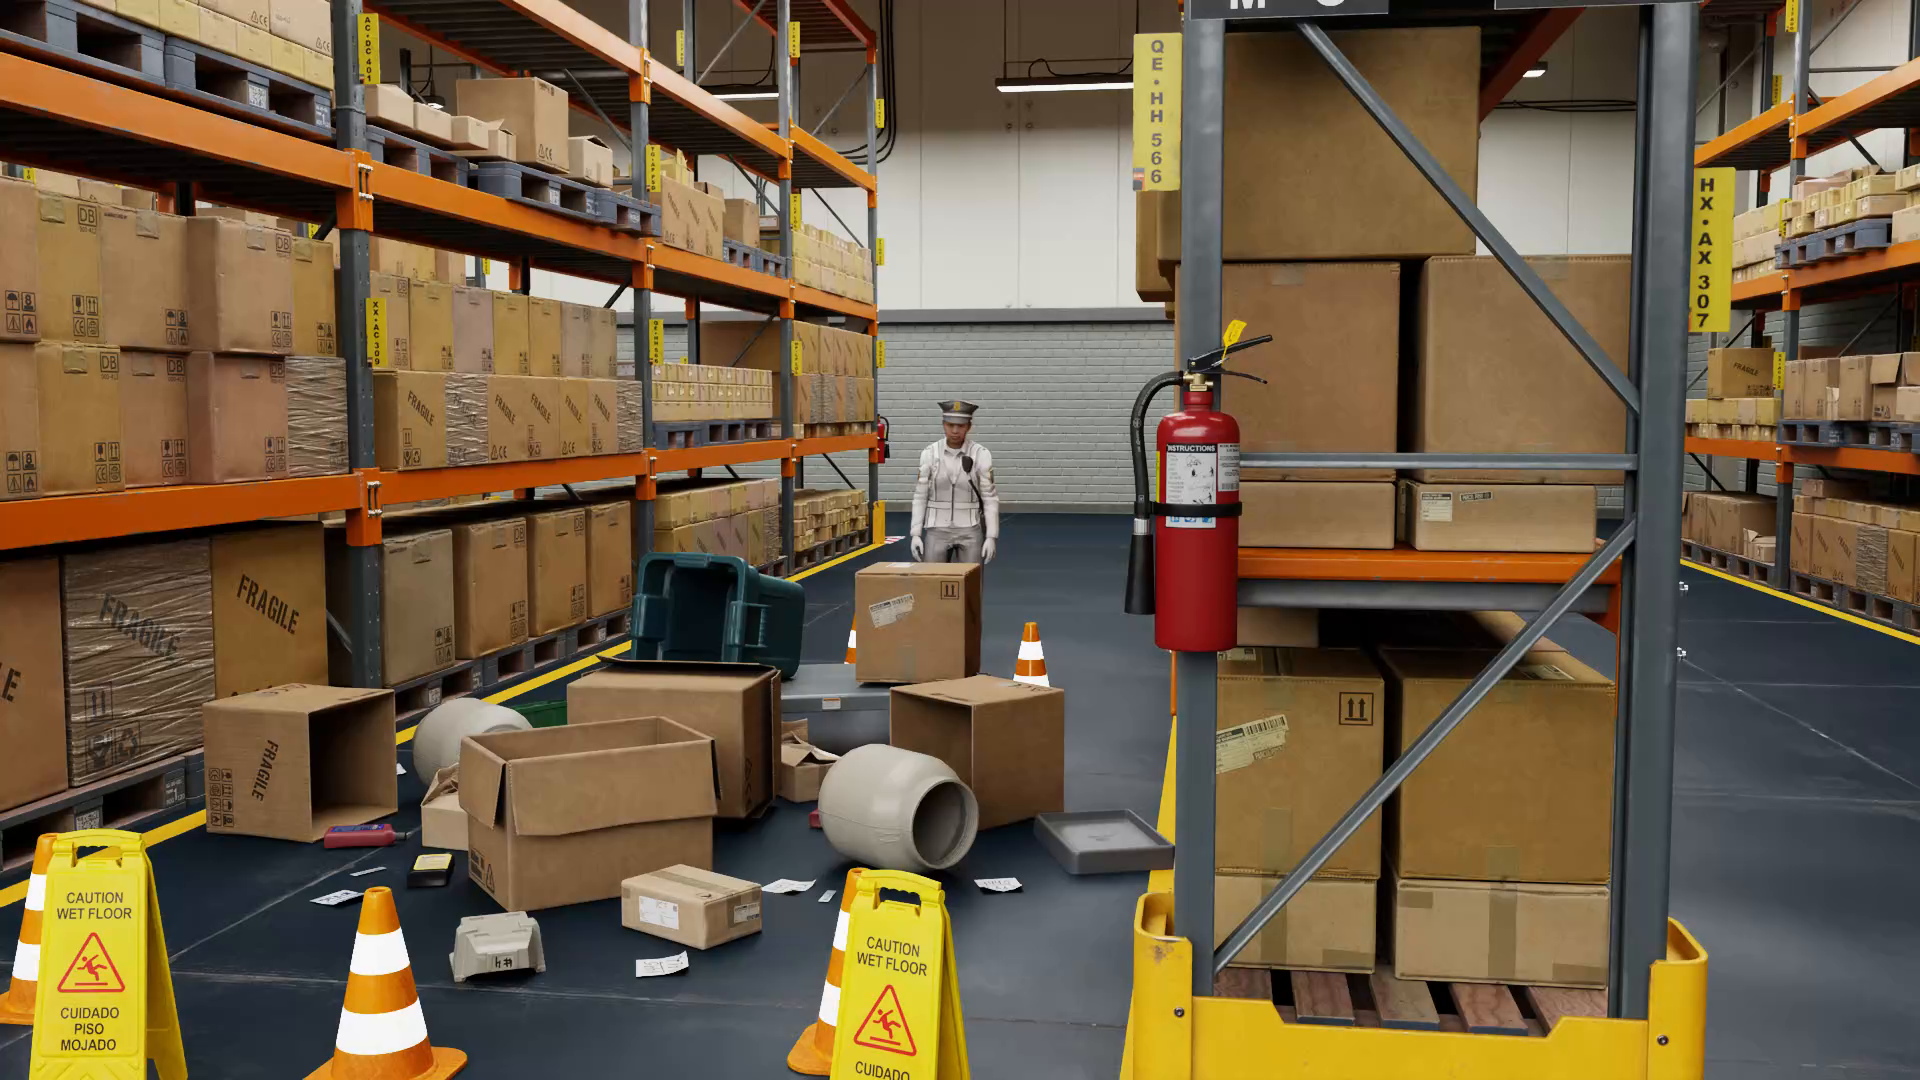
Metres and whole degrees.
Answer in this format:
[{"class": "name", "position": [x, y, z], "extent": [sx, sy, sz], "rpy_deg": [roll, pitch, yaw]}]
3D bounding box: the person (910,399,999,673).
[{"class": "person", "position": [-0.033, -0.002, 9.899], "extent": [0.531, 1.663, 0.372], "rpy_deg": [0, 5, 6]}]
